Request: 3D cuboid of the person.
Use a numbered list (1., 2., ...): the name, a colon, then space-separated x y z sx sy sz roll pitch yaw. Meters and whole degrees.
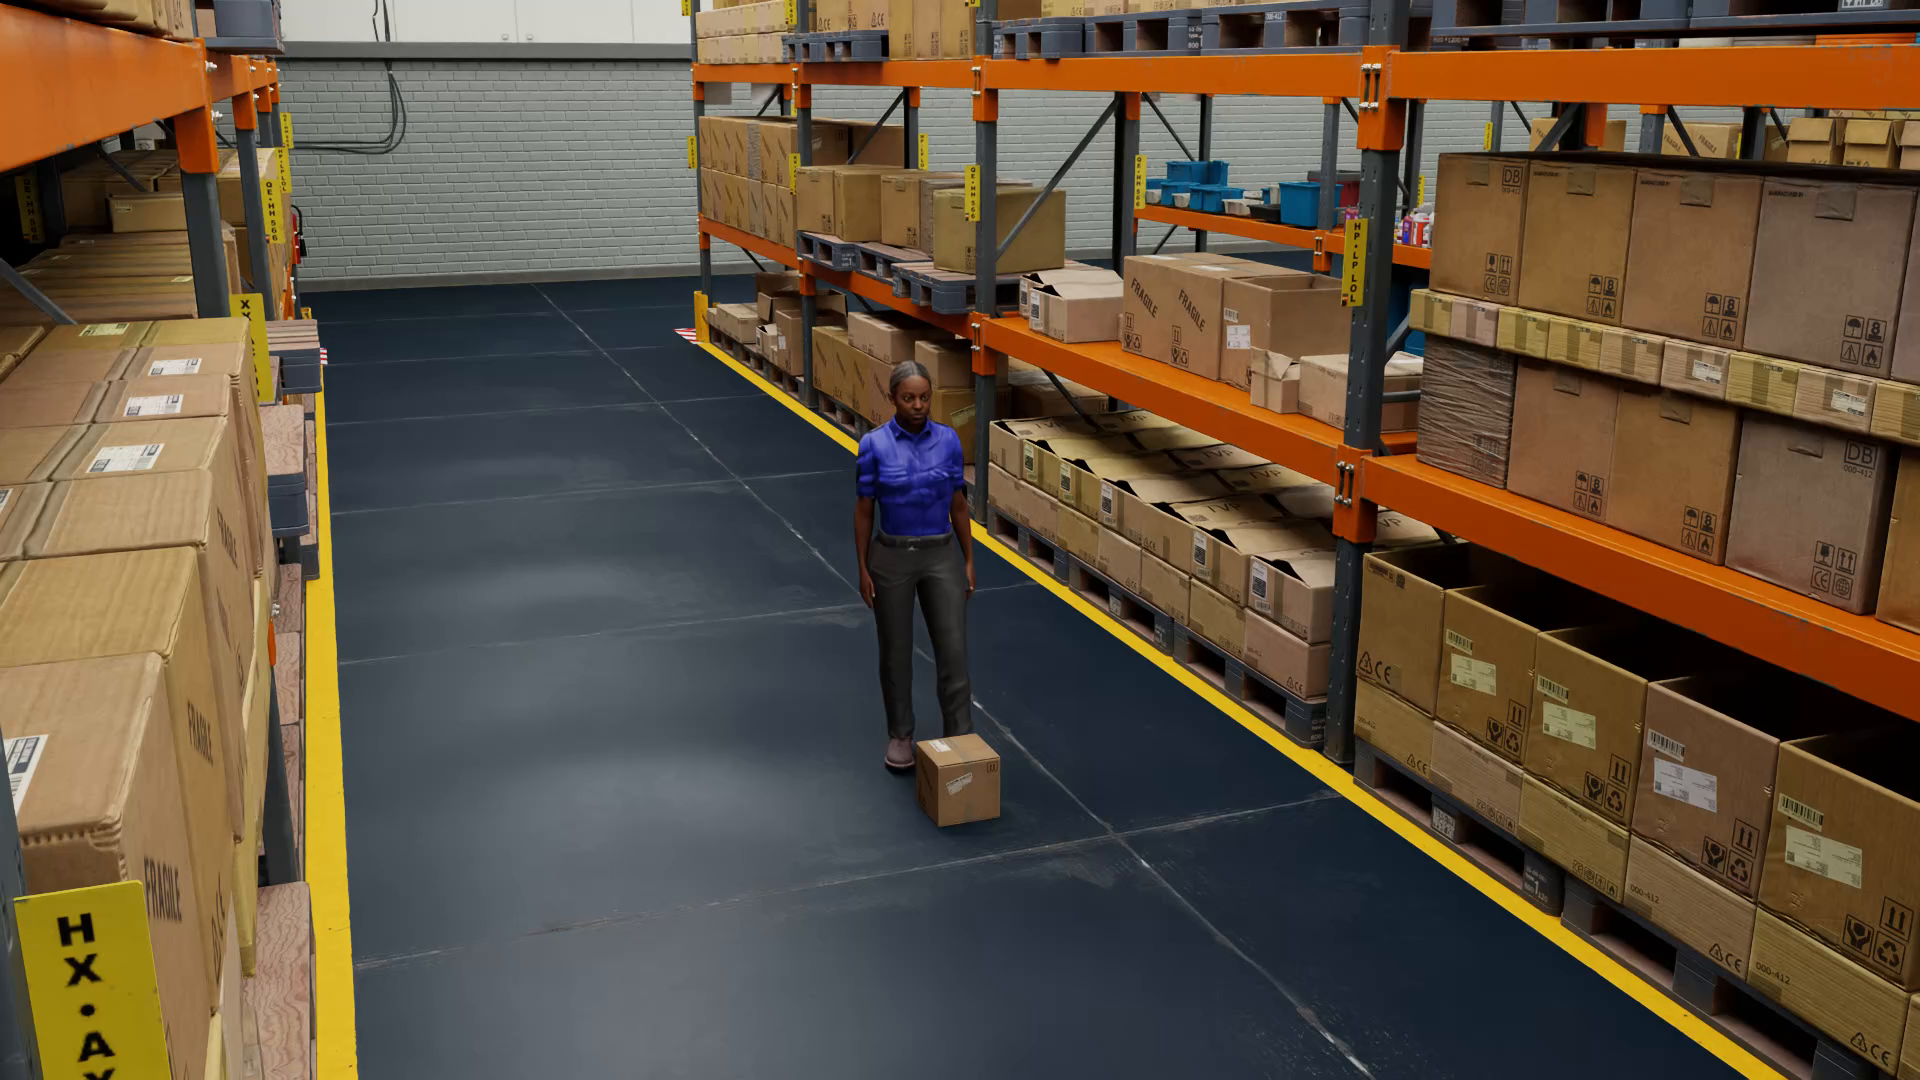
1. person: -0.154 0.140 6.503 0.477 1.654 0.603 -3 16 -11
